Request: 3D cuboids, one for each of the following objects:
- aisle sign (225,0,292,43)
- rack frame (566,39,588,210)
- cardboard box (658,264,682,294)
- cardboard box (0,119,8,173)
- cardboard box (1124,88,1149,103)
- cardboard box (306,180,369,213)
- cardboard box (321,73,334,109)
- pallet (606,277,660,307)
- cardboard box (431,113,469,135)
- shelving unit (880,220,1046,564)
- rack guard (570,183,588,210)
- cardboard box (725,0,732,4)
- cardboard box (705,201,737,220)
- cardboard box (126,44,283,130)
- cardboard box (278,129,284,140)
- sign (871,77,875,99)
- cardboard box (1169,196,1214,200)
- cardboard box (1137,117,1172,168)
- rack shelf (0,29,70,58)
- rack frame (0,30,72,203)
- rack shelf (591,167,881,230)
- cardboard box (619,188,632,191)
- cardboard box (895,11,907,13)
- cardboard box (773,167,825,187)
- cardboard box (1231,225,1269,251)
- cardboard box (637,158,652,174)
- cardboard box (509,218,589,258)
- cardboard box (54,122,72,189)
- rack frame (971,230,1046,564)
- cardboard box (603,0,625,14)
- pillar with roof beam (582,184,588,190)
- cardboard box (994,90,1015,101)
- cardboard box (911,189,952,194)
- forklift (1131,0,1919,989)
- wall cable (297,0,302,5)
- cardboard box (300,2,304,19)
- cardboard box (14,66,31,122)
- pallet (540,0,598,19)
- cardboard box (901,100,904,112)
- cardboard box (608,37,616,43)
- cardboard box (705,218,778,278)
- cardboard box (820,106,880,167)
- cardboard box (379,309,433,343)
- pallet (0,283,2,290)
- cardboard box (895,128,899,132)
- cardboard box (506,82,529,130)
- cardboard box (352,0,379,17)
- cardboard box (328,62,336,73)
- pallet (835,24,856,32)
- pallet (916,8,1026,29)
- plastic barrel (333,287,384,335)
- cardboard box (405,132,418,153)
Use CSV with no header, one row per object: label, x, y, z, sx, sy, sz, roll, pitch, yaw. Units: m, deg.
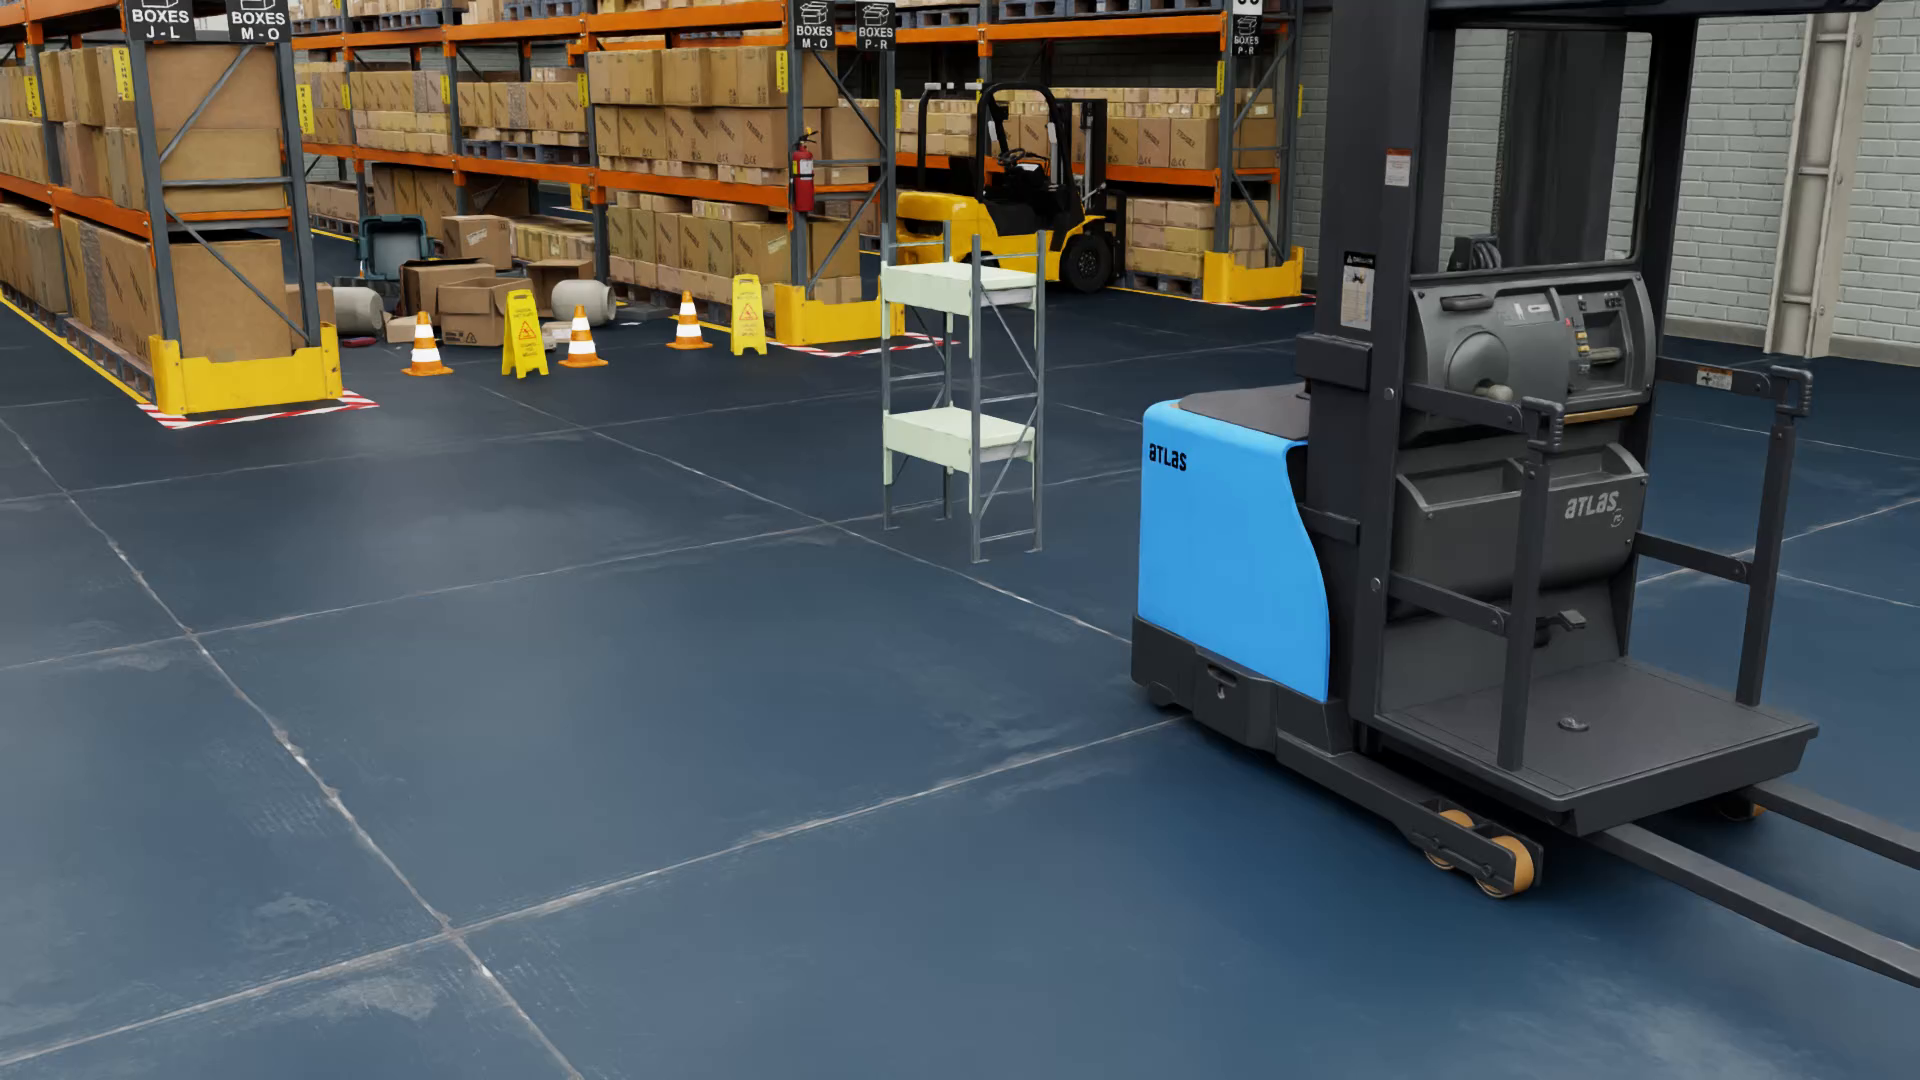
aisle sign,-4.651,-3.693,10.962,0.394,0.787,0.004,-11,19,-35
rack frame,-6.386,-7.385,29.377,1.000,3.000,0.127,-11,19,-35
cardboard box,-2.577,-2.535,16.069,0.500,0.250,0.500,-11,19,-35
cardboard box,-9.292,-3.918,16.520,0.500,0.500,0.500,-11,19,-35
cardboard box,1.966,-4.720,17.656,0.380,0.149,0.250,-10,18,-33
cardboard box,-9.930,-5.455,26.384,0.875,0.438,0.875,-12,19,-36
cardboard box,-8.839,-6.458,23.905,0.500,0.500,0.500,-11,19,-35
pallet,-2.919,-2.569,17.061,1.003,0.211,1.213,-11,19,-35
cardboard box,-6.185,-5.138,20.505,0.500,0.250,0.500,-11,19,-35
shelving unit,0.004,-0.722,7.873,0.431,1.500,0.755,-11,19,-35
rack guard,-6.341,-6.163,29.648,1.175,0.500,0.348,-11,19,-35
cardboard box,-1.823,-4.730,14.471,0.380,0.149,0.250,-11,19,-34
cardboard box,-2.088,-3.001,15.123,0.380,0.149,0.250,-10,18,-34
cardboard box,-5.122,-3.086,11.339,0.875,0.550,0.550,-11,19,-35
cardboard box,-10.348,-6.515,26.009,0.500,0.500,0.500,-11,19,-35
sign,-1.235,-6.322,23.300,0.100,0.325,0.005,-11,19,-35
cardboard box,2.596,-3.565,17.940,0.500,0.250,0.500,-11,19,-34
cardboard box,2.223,-4.193,17.526,0.500,0.500,0.500,-10,18,-33
rack shelf,-10.815,-5.643,18.691,1.077,0.370,4.000,-11,19,-35
rack frame,-9.639,-4.116,17.432,1.000,3.000,0.127,-11,19,-35
rack shelf,-2.167,-3.277,15.732,1.077,0.370,4.000,-11,19,-35
cardboard box,-5.402,-5.920,27.963,0.500,0.500,0.500,-10,18,-34
cardboard box,-1.049,-7.187,22.271,0.500,0.250,0.500,-11,19,-35
cardboard box,-1.384,-3.123,14.280,0.380,0.149,0.250,-10,18,-33
cardboard box,2.913,-3.219,17.620,0.500,0.250,0.500,-10,18,-34
cardboard box,-2.928,-3.657,16.232,0.380,0.149,0.250,-10,18,-33
cardboard box,-4.930,-3.562,19.592,0.950,0.372,0.625,-11,19,-36
cardboard box,-7.061,-3.257,14.010,0.875,0.550,0.550,-11,19,-35
rack frame,0.219,-0.644,7.587,0.400,1.500,0.023,-11,19,-35
cardboard box,-3.251,-5.208,16.214,0.380,0.149,0.250,-11,19,-34
pillar with roof beam,-10.724,-10.326,28.758,9.100,9.000,0.400,-11,19,-35
cardboard box,0.617,-5.213,19.460,0.380,0.149,0.250,-10,18,-33
cardboard box,-0.096,-4.157,21.283,0.875,0.625,0.625,-11,19,-35
forklift,1.776,-0.578,4.635,1.130,2.935,3.031,-8,17,-28
wall cable,-13.361,-10.795,30.470,2.355,3.000,0.029,-11,19,-35
cardboard box,-9.559,-7.941,24.910,0.500,0.311,0.500,-10,18,-34
cardboard box,-8.481,-4.223,15.739,0.700,0.500,0.500,-11,19,-35
pallet,-3.620,-5.556,17.368,1.213,0.211,1.003,-11,19,-35
cardboard box,-0.704,-5.535,21.200,0.380,0.149,0.250,-11,19,-36
cardboard box,-5.563,-8.264,27.383,0.380,0.149,0.250,-11,19,-34
cardboard box,-1.982,-2.677,15.167,0.500,0.500,0.500,-10,18,-33
cardboard box,-1.045,-3.533,14.551,0.500,0.500,0.500,-11,19,-35
cardboard box,-4.787,-1.862,14.375,0.396,0.266,0.258,-7,17,-25
pallet,-10.098,-2.938,18.410,1.003,0.211,1.213,-11,19,-35
cardboard box,-0.711,-5.386,21.411,0.500,0.250,0.500,-11,19,-34
cardboard box,-4.700,-4.837,18.520,0.500,0.500,0.500,-12,19,-37
cardboard box,-7.763,-7.224,22.122,0.500,0.500,0.500,-11,19,-36
cardboard box,-8.854,-6.799,23.922,0.380,0.149,0.250,-11,19,-35
pallet,-1.211,-6.902,22.286,1.213,0.211,1.003,-10,18,-32
pallet,0.141,-6.364,20.325,0.805,0.209,1.217,-12,19,-37
plastic barrel,-5.380,-2.015,14.636,0.512,0.421,0.421,1,15,4
cardboard box,-6.798,-5.118,21.376,0.500,0.250,0.500,-11,19,-35
